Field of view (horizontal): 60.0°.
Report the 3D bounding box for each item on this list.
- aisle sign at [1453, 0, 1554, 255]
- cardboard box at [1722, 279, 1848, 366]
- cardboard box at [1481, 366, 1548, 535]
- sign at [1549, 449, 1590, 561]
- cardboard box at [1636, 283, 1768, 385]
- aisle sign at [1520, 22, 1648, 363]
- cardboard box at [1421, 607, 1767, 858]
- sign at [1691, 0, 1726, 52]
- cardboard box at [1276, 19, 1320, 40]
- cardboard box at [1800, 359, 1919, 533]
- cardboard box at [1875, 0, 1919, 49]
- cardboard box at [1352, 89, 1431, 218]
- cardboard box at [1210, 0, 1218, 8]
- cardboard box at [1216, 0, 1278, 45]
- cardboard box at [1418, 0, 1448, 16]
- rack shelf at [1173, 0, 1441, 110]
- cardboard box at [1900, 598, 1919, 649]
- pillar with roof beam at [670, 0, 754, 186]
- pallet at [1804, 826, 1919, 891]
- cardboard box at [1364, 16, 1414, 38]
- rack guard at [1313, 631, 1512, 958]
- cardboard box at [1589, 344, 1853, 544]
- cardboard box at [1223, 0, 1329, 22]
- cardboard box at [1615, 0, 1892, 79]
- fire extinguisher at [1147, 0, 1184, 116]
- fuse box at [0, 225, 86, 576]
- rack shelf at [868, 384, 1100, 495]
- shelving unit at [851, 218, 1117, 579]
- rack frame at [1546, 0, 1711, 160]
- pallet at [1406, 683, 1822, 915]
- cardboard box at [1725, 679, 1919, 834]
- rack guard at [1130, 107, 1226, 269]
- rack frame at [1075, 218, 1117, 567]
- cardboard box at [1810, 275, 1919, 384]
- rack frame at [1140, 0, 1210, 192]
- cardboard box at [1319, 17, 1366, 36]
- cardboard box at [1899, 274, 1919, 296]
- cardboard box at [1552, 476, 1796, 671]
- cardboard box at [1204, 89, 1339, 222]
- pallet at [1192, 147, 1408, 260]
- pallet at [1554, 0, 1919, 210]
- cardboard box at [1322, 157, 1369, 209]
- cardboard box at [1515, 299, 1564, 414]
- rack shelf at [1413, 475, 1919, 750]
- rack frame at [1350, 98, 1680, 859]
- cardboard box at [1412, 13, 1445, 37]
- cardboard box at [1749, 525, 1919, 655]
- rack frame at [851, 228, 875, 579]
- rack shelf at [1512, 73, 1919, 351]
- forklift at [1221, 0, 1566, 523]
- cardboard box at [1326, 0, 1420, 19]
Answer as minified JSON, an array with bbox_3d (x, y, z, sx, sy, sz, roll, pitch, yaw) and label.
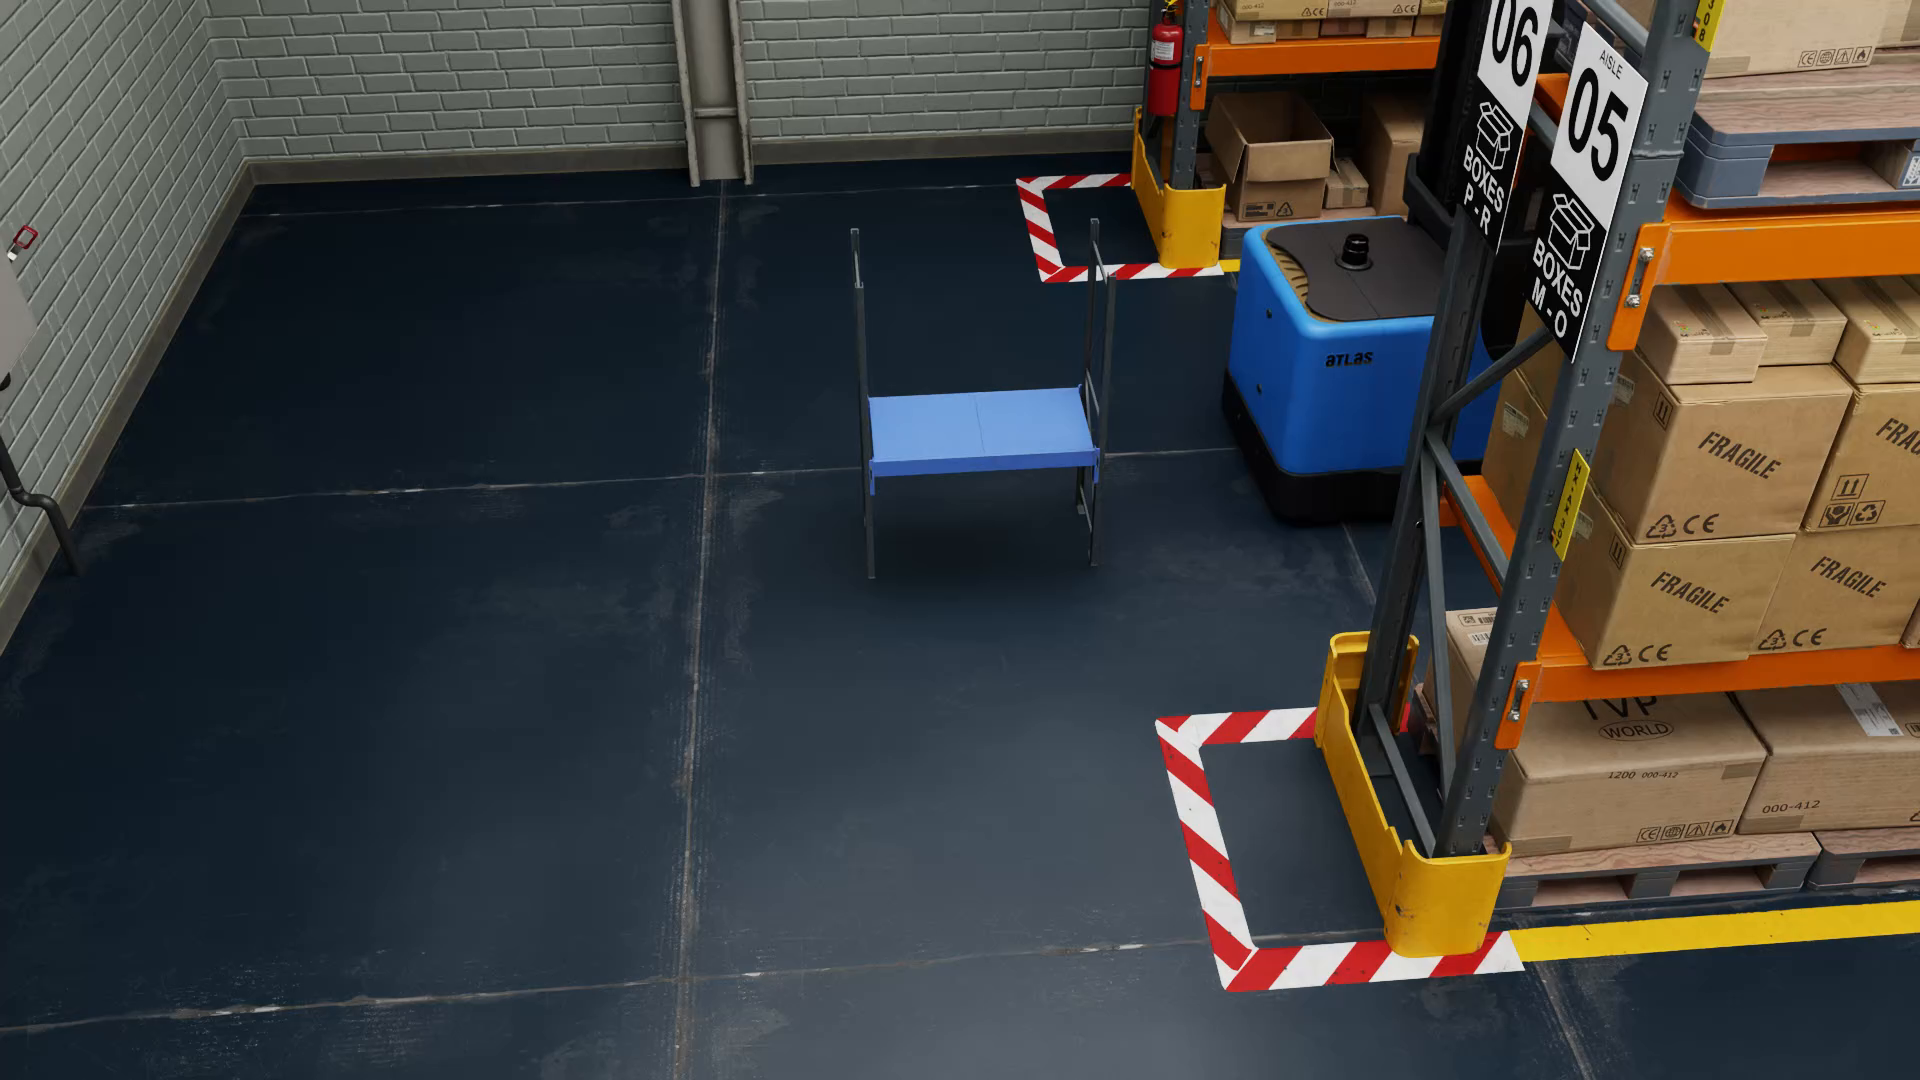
[{"bbox_3d":[1.575,-1.276,4.847,0.004,0.787,0.394,-3,38,-4],"label":"aisle sign"},{"bbox_3d":[2.307,-0.662,4.755,0.250,0.149,0.380,-2,38,-3],"label":"cardboard box"},{"bbox_3d":[2.131,-0.297,5.624,0.500,0.500,0.500,-3,38,-4],"label":"cardboard box"},{"bbox_3d":[1.717,-0.096,4.688,0.005,0.325,0.100,-3,38,-4],"label":"sign"},{"bbox_3d":[2.052,-0.603,4.682,0.250,0.149,0.380,-2,38,-3],"label":"cardboard box"},{"bbox_3d":[1.628,-0.906,4.378,0.004,0.787,0.394,-3,38,-4],"label":"aisle sign"},{"bbox_3d":[2.323,0.675,6.203,0.875,0.438,0.875,-4,38,-6],"label":"cardboard box"},{"bbox_3d":[1.717,-1.277,3.756,0.005,0.325,0.100,-3,38,-4],"label":"sign"},{"bbox_3d":[1.832,-2.923,9.236,0.250,0.149,0.380,-2,38,-3],"label":"cardboard box"},{"bbox_3d":[2.692,-0.383,4.926,0.500,0.500,0.500,-4,38,-5],"label":"cardboard box"},{"bbox_3d":[2.525,-1.504,4.596,0.250,0.149,0.380,-6,39,-7],"label":"cardboard box"},{"bbox_3d":[2.703,-2.312,9.938,0.500,0.500,0.700,-2,38,-2],"label":"cardboard box"},{"bbox_3d":[1.537,-3.216,9.607,0.250,0.149,0.380,-4,38,-4],"label":"cardboard box"},{"bbox_3d":[1.583,-2.881,9.182,0.250,0.149,0.380,-3,38,-4],"label":"cardboard box"},{"bbox_3d":[2.713,-3.105,9.144,0.500,0.250,0.500,-4,38,-5],"label":"cardboard box"},{"bbox_3d":[3.223,-2.958,9.658,4.000,0.370,1.077,-3,38,-4],"label":"rack shelf"},{"bbox_3d":[3.187,-0.018,5.271,0.500,0.500,0.500,-3,38,-4],"label":"cardboard box"},{"bbox_3d":[-1.153,-3.238,4.589,0.400,9.000,9.100,-3,38,-4],"label":"pillar with roof beam"},{"bbox_3d":[3.676,0.869,6.478,1.213,0.211,1.003,-3,38,-4],"label":"pallet"},{"bbox_3d":[2.348,-2.935,9.251,0.250,0.149,0.380,-2,38,-3],"label":"cardboard box"},{"bbox_3d":[1.650,0.914,6.188,0.348,0.500,1.175,-3,38,-4],"label":"rack guard"},{"bbox_3d":[2.177,-0.351,4.885,0.500,0.500,0.500,-4,38,-5],"label":"cardboard box"},{"bbox_3d":[1.707,-3.047,9.071,0.500,0.250,0.500,-3,38,-4],"label":"cardboard box"},{"bbox_3d":[2.114,-1.471,4.473,0.500,0.250,0.500,-6,39,-8],"label":"cardboard box"},{"bbox_3d":[1.125,-2.661,9.064,0.183,0.674,0.296,-3,38,-4],"label":"fire extinguisher"},{"bbox_3d":[-3.981,-0.543,7.056,0.414,1.711,0.539,-3,38,-4],"label":"fuse box"},{"bbox_3d":[0.085,-0.452,7.403,1.000,0.185,0.538,-3,38,-4],"label":"rack shelf"},{"bbox_3d":[0.085,-0.593,7.291,1.048,1.500,0.538,-3,38,-4],"label":"shelving unit"},{"bbox_3d":[1.674,-2.423,3.557,0.127,3.000,1.000,-3,38,-4],"label":"rack frame"},{"bbox_3d":[2.464,0.934,6.396,1.213,0.211,1.003,-3,38,-4],"label":"pallet"},{"bbox_3d":[3.234,0.619,6.273,0.875,0.438,0.875,-2,38,-3],"label":"cardboard box"},{"bbox_3d":[1.306,-2.153,10.076,0.348,0.500,1.175,-3,38,-4],"label":"rack guard"},{"bbox_3d":[0.591,-0.621,7.327,0.032,1.500,0.500,-3,38,-4],"label":"rack frame"},{"bbox_3d":[2.576,-0.605,4.684,0.250,0.149,0.380,-2,38,-3],"label":"cardboard box"},{"bbox_3d":[1.231,-3.131,9.296,0.127,3.000,1.000,-3,38,-4],"label":"rack frame"},{"bbox_3d":[2.090,-2.959,9.282,0.250,0.149,0.380,-4,38,-5],"label":"cardboard box"},{"bbox_3d":[2.837,-0.631,4.716,0.250,0.149,0.380,-4,38,-5],"label":"cardboard box"},{"bbox_3d":[2.178,0.043,5.193,0.500,0.500,0.500,-3,38,-4],"label":"cardboard box"},{"bbox_3d":[1.848,-2.291,9.908,0.637,0.503,0.797,-5,39,-6],"label":"cardboard box"},{"bbox_3d":[2.101,-2.084,10.221,1.213,0.211,1.003,-3,38,-4],"label":"pallet"},{"bbox_3d":[2.412,-1.258,4.573,1.213,0.211,1.003,-3,38,-4],"label":"pallet"},{"bbox_3d":[2.275,-2.151,10.017,0.250,0.149,0.380,-5,39,-6],"label":"cardboard box"},{"bbox_3d":[2.133,-0.673,5.294,0.500,0.500,0.500,-2,38,-2],"label":"cardboard box"},{"bbox_3d":[3.666,0.104,5.777,4.000,0.370,1.077,-3,38,-4],"label":"rack shelf"},{"bbox_3d":[1.674,-0.068,5.415,0.127,3.000,1.000,-3,38,-4],"label":"rack frame"},{"bbox_3d":[2.612,-2.953,9.274,0.250,0.149,0.380,-3,38,-3],"label":"cardboard box"},{"bbox_3d":[2.679,-0.002,5.250,0.500,0.500,0.500,-4,38,-5],"label":"cardboard box"},{"bbox_3d":[-0.421,-0.566,7.256,0.032,1.500,0.500,-3,38,-4],"label":"rack frame"},{"bbox_3d":[3.666,-1.073,4.848,4.000,0.370,1.077,-3,38,-4],"label":"rack shelf"},{"bbox_3d":[2.895,-1.650,7.475,3.031,2.935,1.130,-5,39,-7],"label":"forklift"},{"bbox_3d":[2.209,-3.075,9.107,0.500,0.250,0.500,-3,38,-3],"label":"cardboard box"}]
